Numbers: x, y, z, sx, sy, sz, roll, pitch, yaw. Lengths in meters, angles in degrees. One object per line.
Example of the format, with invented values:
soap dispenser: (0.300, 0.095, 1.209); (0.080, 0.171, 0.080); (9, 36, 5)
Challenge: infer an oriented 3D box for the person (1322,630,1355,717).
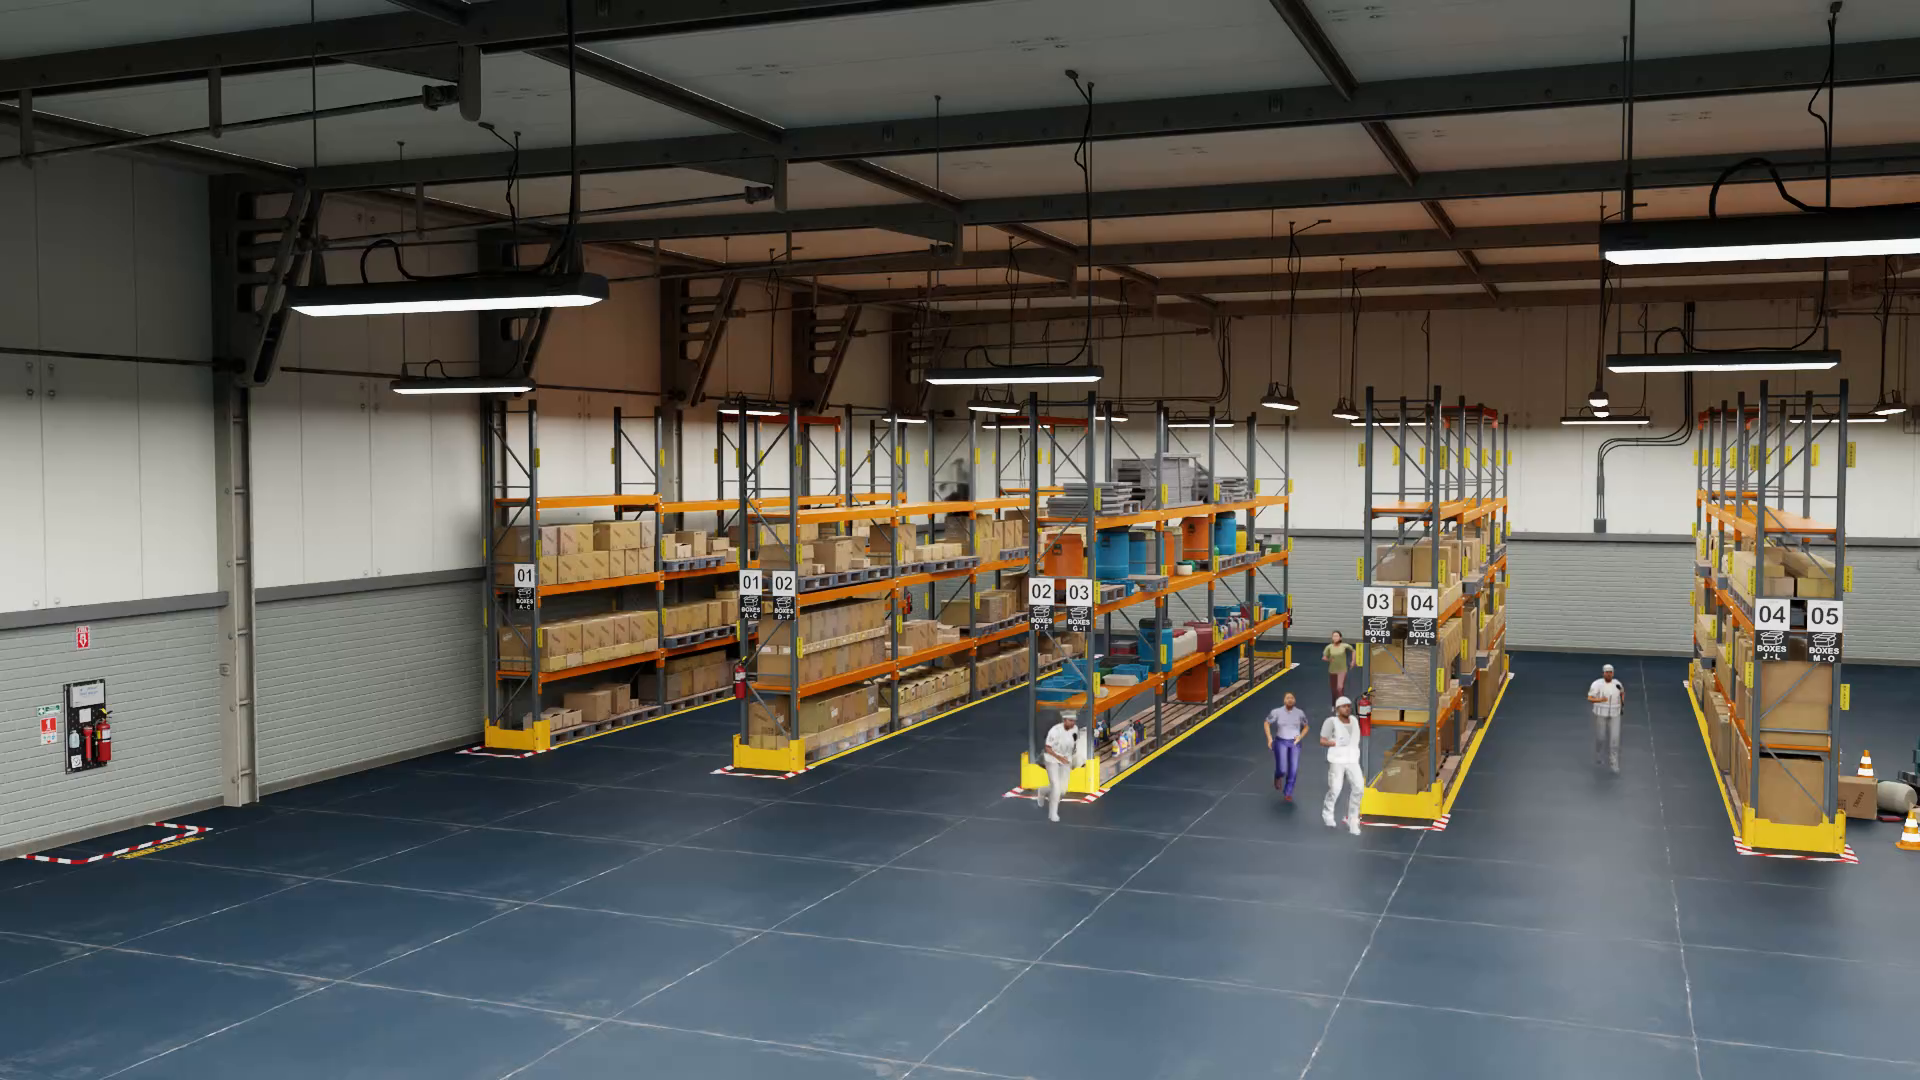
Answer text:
person: (7.303, 2.588, 32.079); (0.581, 1.709, 0.870); (1, 3, 23)

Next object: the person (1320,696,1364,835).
person: (5.133, 3.023, 22.268); (0.679, 1.861, 0.675); (-1, 3, -16)

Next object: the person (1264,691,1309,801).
person: (4.791, 3.010, 24.339); (0.639, 1.578, 0.543); (0, 3, -1)

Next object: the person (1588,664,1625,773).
person: (10.371, 2.823, 26.646); (0.602, 1.663, 0.913); (1, 3, 11)

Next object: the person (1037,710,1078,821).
person: (1.387, 3.101, 23.033); (0.592, 1.582, 0.805); (-2, 3, -30)
